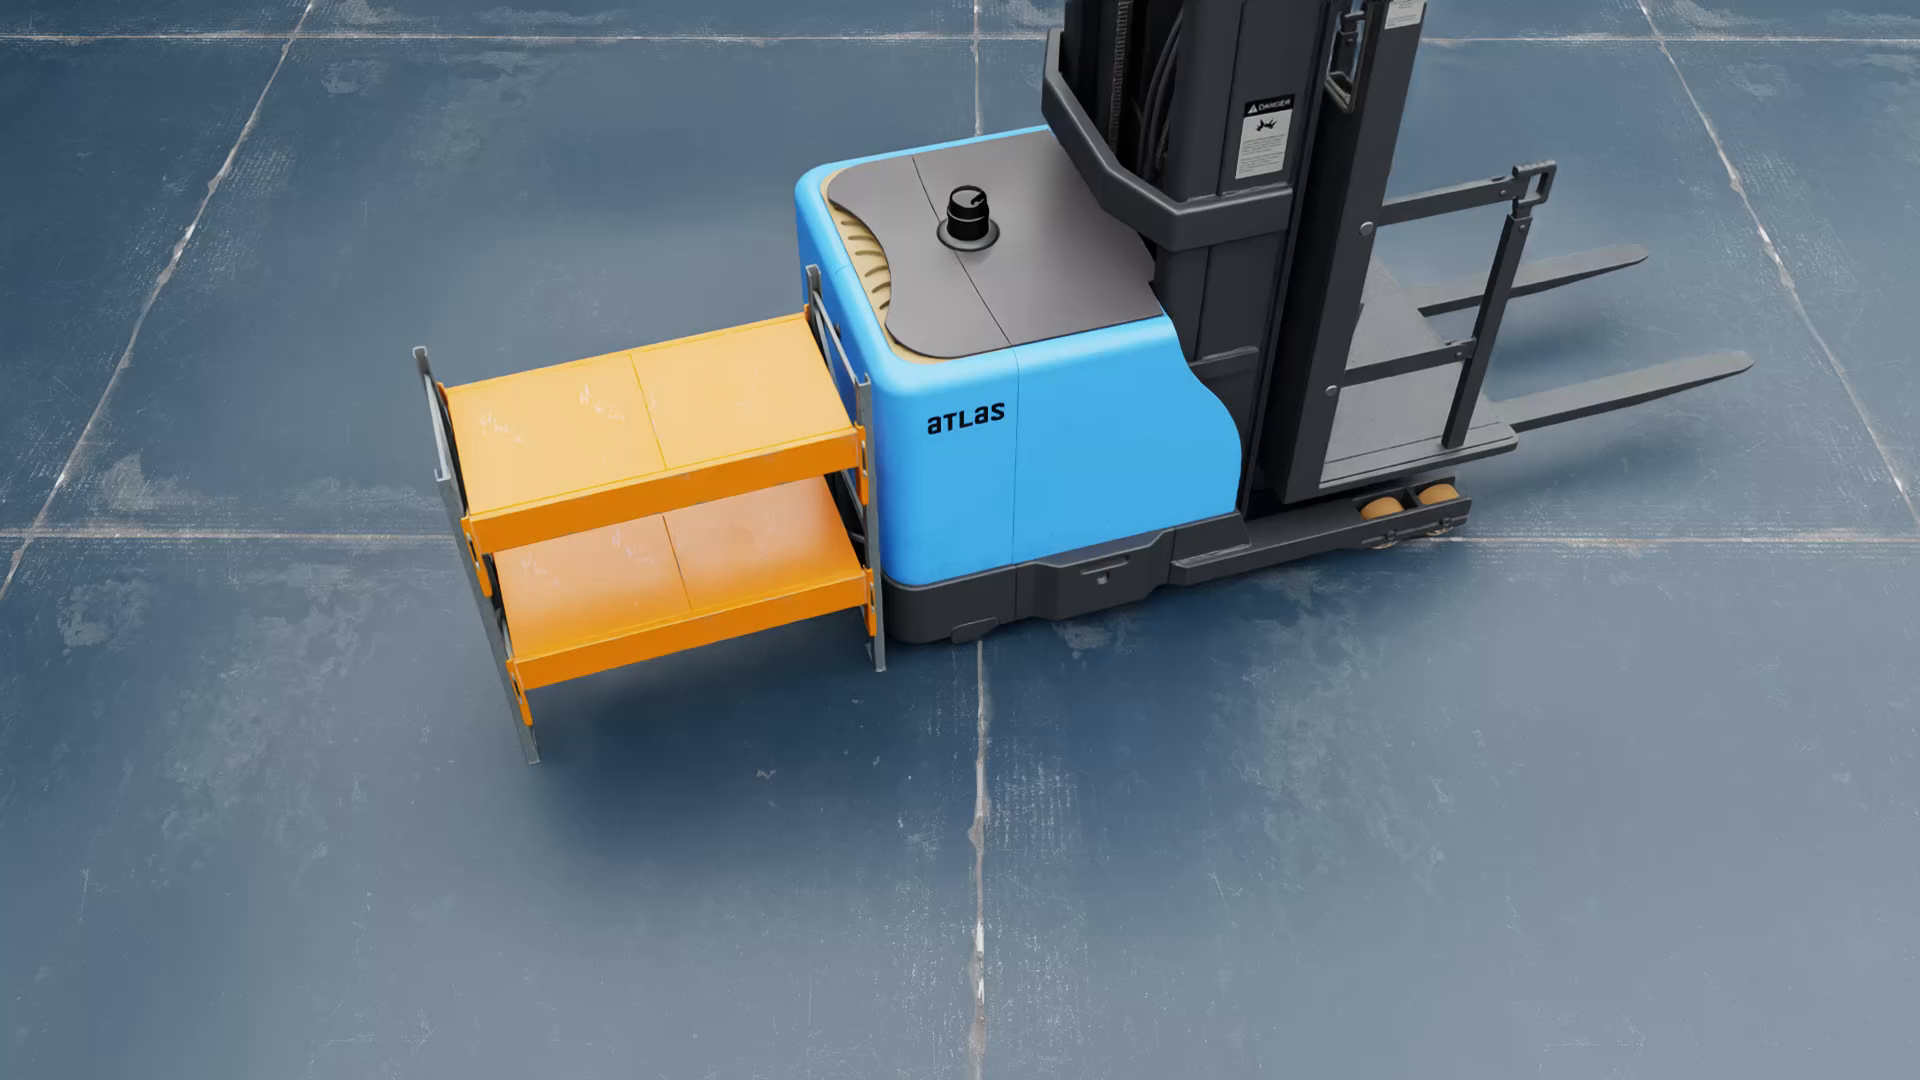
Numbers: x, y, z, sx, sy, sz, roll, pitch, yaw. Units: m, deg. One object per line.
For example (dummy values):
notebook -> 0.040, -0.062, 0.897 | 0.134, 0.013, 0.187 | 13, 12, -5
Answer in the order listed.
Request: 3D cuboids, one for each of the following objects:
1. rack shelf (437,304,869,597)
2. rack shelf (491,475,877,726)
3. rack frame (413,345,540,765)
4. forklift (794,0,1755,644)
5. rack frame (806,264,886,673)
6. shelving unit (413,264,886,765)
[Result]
rack shelf -> -0.794, -0.248, 4.313 | 1.000, 0.278, 0.538 | -14, 49, -13
rack shelf -> -0.794, 0.118, 4.706 | 1.000, 0.278, 0.538 | -14, 49, -13
rack frame -> -1.274, 0.072, 4.415 | 0.032, 1.125, 0.500 | -14, 49, -13
forklift -> 1.085, -1.328, 4.484 | 3.031, 2.935, 1.130 | -13, 48, -12
rack frame -> -0.313, -0.169, 4.639 | 0.032, 1.125, 0.500 | -14, 49, -13
shelving unit -> -0.794, -0.049, 4.527 | 1.048, 1.125, 0.538 | -14, 49, -13
